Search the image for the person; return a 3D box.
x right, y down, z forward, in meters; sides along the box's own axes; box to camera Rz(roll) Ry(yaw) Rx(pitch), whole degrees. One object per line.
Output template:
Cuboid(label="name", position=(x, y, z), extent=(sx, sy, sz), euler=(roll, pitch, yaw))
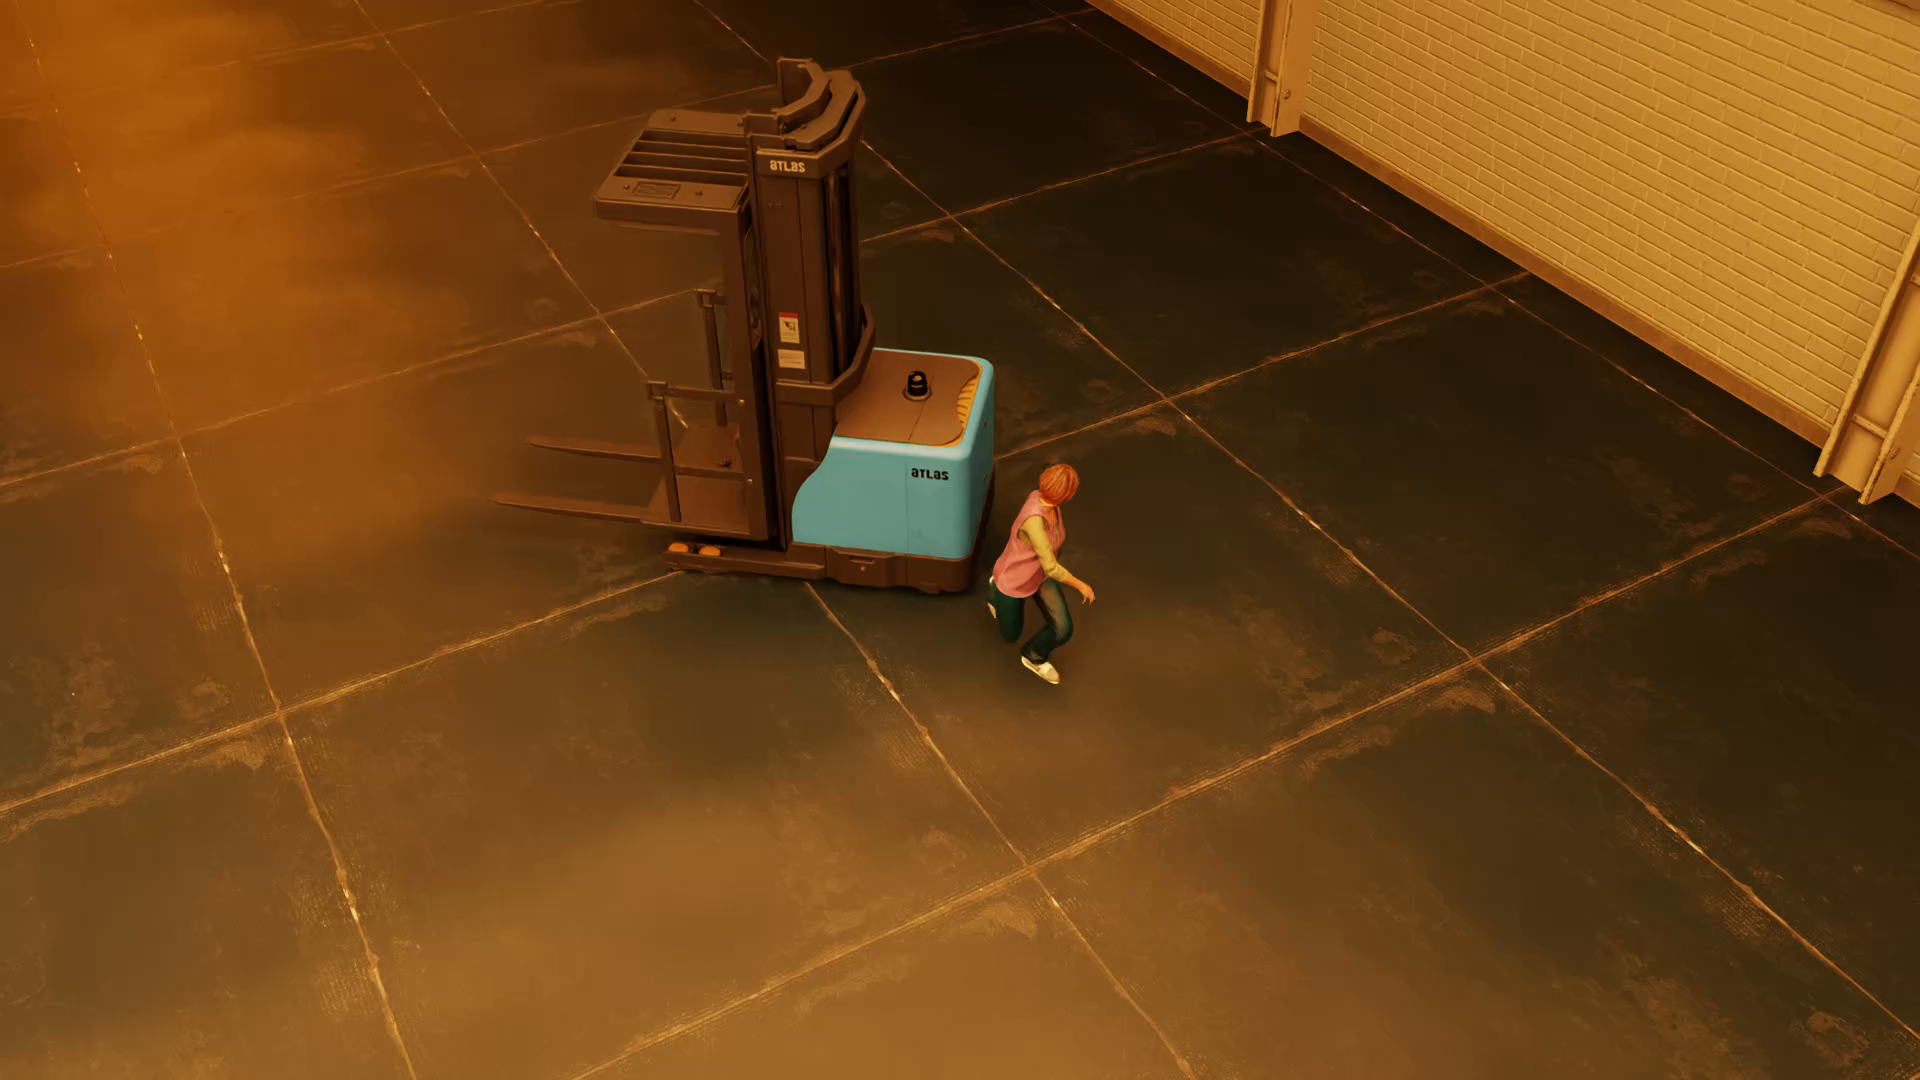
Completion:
Cuboid(label="person", position=(0.419, 0.130, 9.129), extent=(0.539, 1.385, 0.811), euler=(-28, 47, -29))

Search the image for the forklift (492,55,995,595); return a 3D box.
Cuboid(label="forklift", position=(-1.346, -1.249, 9.542), extent=(3.031, 2.935, 1.130), euler=(6, 40, 7))
